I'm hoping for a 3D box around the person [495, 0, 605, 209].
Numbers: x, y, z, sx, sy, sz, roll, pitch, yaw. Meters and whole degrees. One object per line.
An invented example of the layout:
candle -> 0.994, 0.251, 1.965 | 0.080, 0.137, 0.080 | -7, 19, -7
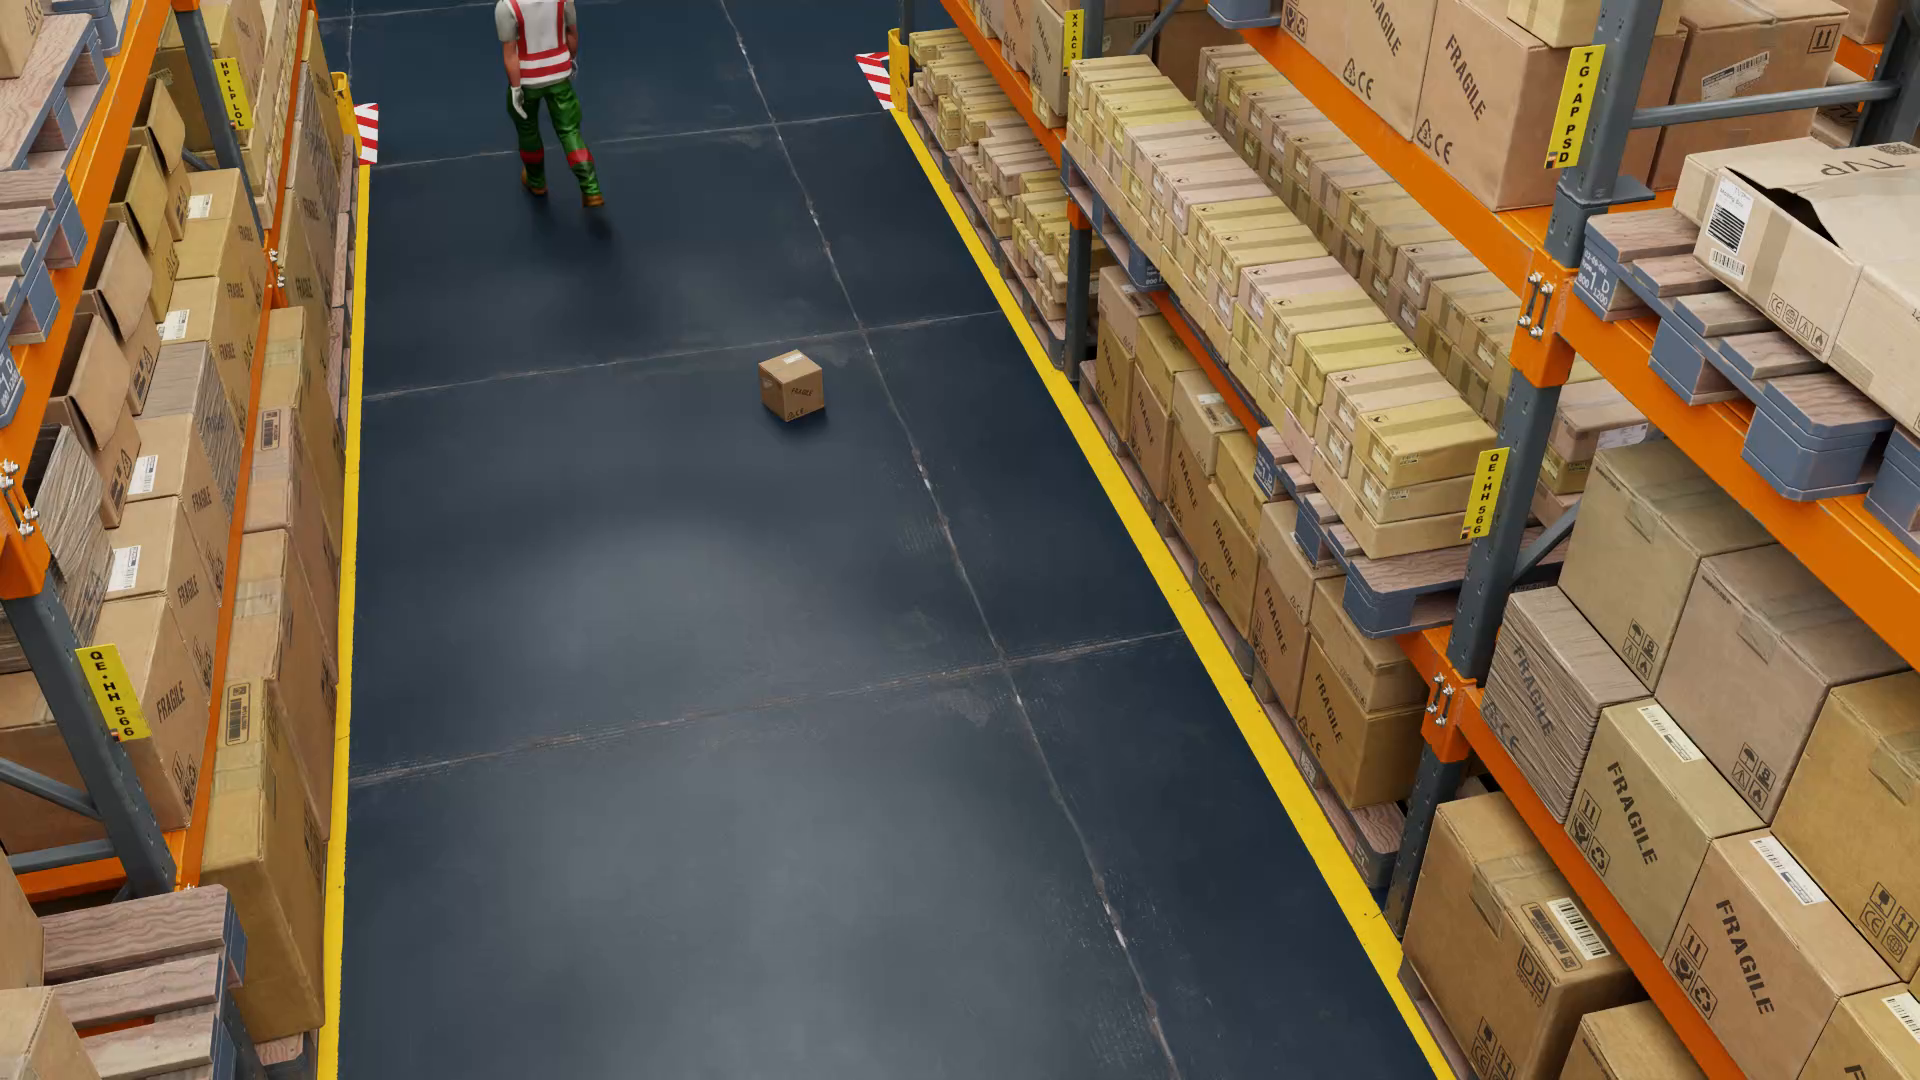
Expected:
person -> -2.616, -2.917, 10.452 | 0.534, 1.756, 0.975 | -21, 42, -25
